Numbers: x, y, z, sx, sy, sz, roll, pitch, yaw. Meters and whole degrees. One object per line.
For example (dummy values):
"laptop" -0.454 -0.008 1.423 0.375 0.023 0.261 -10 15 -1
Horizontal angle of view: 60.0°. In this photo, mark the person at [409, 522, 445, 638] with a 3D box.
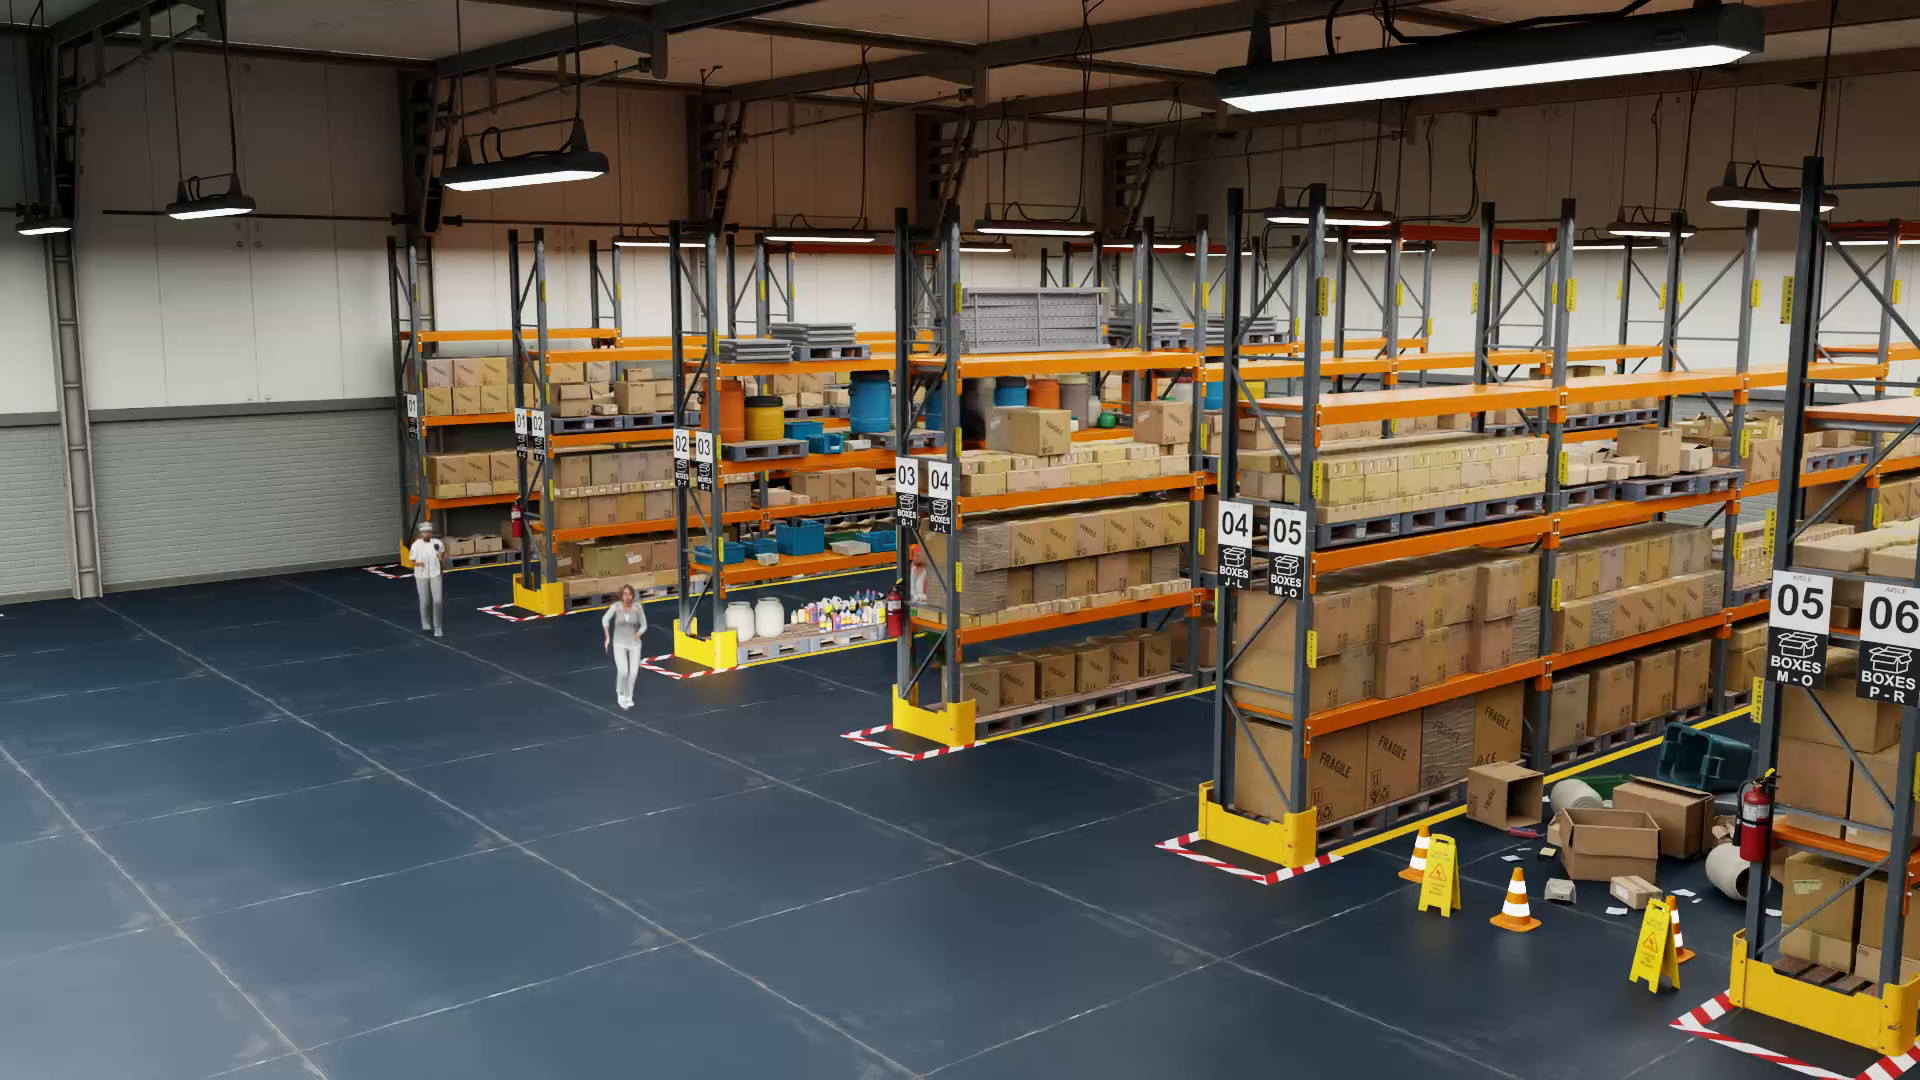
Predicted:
"person" -7.848 0.587 24.565 0.527 1.750 0.778 -3 9 -20

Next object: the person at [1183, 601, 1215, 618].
"person" 3.551 0.600 24.449 0.930 1.675 0.578 -7 11 -38

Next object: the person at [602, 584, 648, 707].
"person" -4.040 1.300 20.141 0.508 1.554 0.690 -3 9 -19

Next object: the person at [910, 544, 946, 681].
"person" -0.475 0.941 21.925 0.586 1.818 0.900 4 10 26
